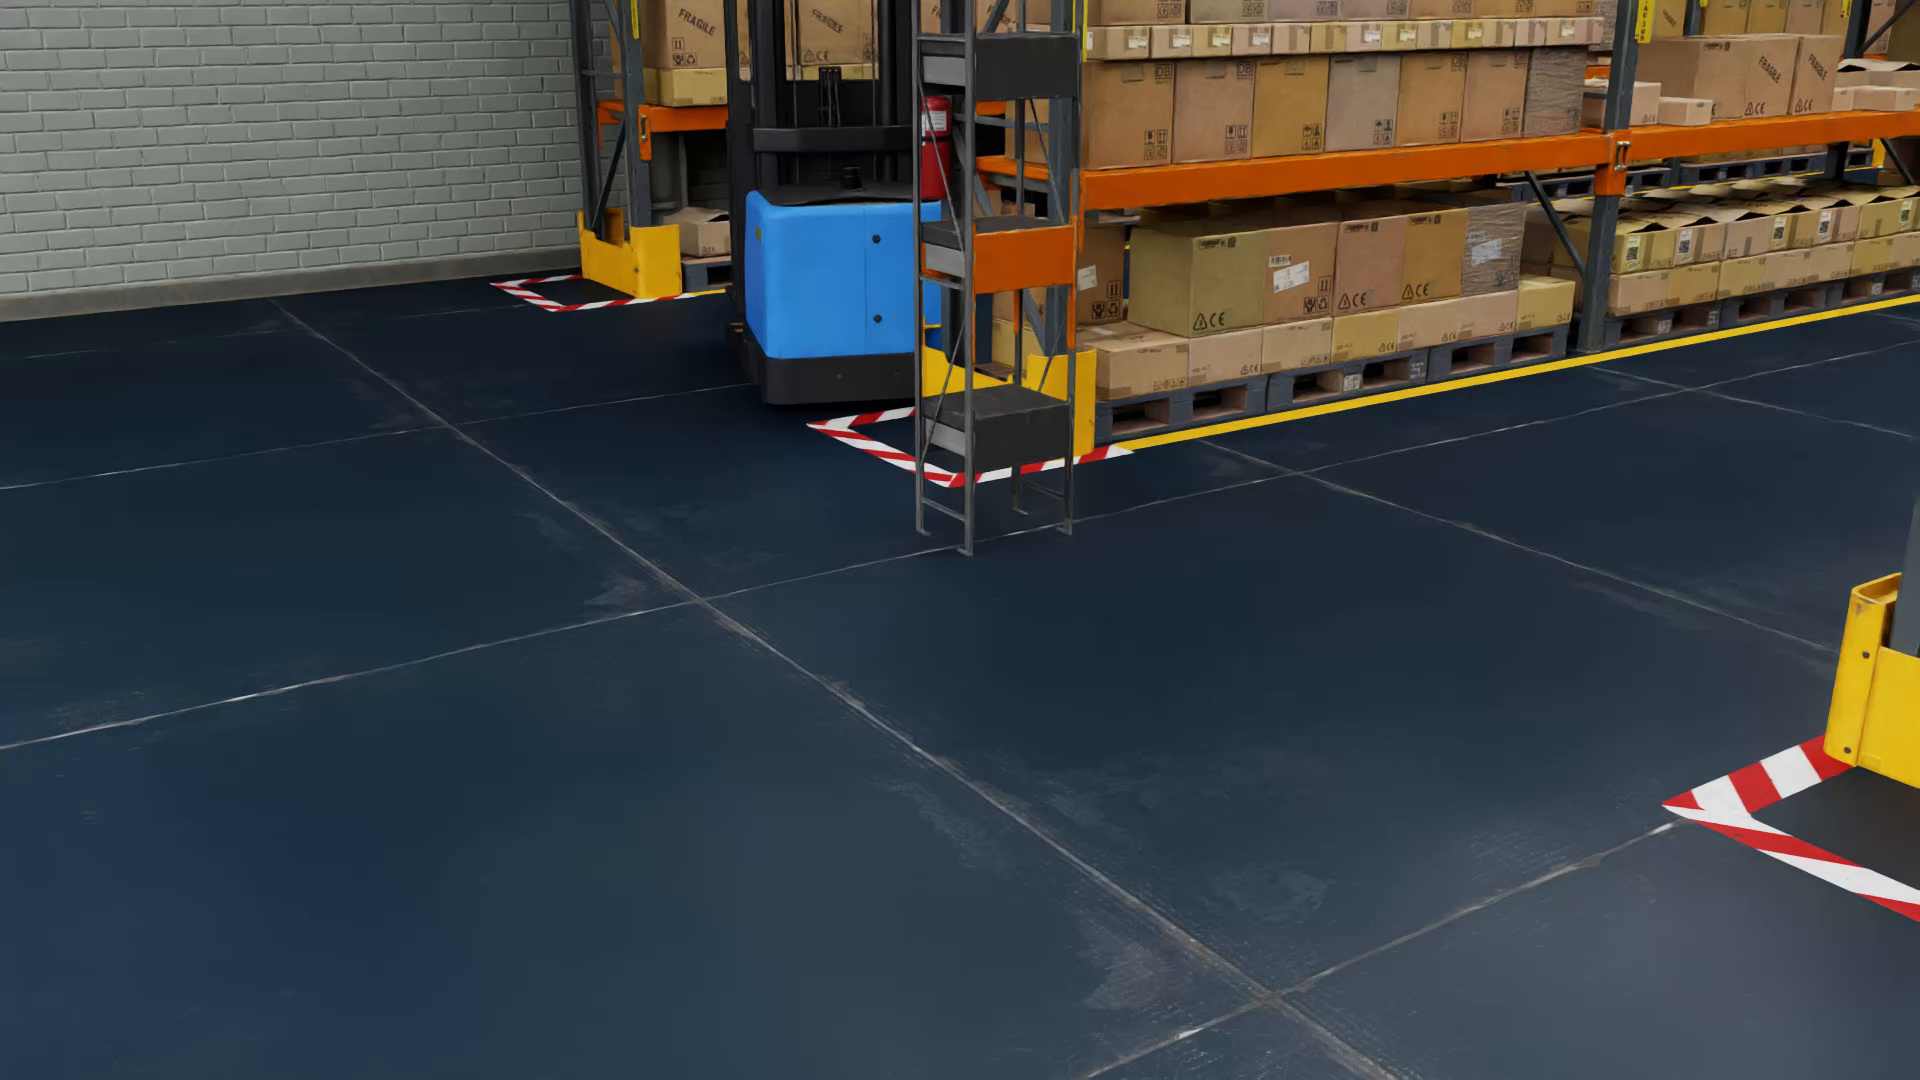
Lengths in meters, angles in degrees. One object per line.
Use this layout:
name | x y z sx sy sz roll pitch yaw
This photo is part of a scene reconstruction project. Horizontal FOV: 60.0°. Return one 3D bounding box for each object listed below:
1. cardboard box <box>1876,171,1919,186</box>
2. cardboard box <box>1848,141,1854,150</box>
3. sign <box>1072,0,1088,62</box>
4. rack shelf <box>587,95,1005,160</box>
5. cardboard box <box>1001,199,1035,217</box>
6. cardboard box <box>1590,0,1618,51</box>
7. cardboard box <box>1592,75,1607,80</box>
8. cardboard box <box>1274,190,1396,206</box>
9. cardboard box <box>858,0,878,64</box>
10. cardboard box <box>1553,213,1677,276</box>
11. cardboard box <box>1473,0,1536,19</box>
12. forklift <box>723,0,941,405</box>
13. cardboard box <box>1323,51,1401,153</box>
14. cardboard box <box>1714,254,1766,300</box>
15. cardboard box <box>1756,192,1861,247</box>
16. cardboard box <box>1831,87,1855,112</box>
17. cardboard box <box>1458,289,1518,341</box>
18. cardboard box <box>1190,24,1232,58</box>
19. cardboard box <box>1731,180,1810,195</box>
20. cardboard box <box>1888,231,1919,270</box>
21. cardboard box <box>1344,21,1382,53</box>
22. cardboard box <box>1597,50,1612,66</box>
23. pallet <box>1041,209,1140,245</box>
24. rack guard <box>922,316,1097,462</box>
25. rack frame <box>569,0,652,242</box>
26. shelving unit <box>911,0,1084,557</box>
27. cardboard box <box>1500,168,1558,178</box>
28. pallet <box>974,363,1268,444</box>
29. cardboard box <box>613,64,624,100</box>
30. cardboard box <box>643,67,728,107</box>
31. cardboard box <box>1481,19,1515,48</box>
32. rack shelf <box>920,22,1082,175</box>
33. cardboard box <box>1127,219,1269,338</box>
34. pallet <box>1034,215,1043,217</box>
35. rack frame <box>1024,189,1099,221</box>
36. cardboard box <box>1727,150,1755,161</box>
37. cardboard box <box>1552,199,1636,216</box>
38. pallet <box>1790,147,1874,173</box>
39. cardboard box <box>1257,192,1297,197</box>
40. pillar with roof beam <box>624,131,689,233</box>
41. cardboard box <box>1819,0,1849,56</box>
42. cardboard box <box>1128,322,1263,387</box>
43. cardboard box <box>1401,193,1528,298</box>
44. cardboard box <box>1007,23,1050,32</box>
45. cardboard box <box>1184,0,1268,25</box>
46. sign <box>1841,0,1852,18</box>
cardboard box | 7.559 -2.634 13.069 0.500 0.500 0.500 -11 22 -29
cardboard box | 10.331 -4.981 20.041 0.500 0.500 0.700 -12 22 -31
sign | 0.526 -2.271 7.304 0.005 0.325 0.100 -12 22 -31
rack shelf | -0.832 -3.309 12.972 4.000 0.370 1.077 -12 22 -31
cardboard box | 0.408 -2.766 13.980 0.250 0.166 0.380 -16 24 -38
cardboard box | 6.428 -5.282 17.032 0.500 0.500 0.500 -12 22 -31
cardboard box | 4.199 -2.818 10.607 0.258 0.266 0.396 -13 22 -33
cardboard box | 2.172 -1.755 9.720 0.500 0.500 0.500 -12 22 -31
cardboard box | -0.660 -3.863 12.519 0.500 0.500 0.500 -11 22 -30
cardboard box | 4.048 -1.846 10.283 0.500 0.311 0.500 -12 22 -31
cardboard box | 2.778 -3.171 9.258 0.500 0.500 0.700 -12 22 -32
forklift | -0.821 -2.521 9.626 1.130 2.935 3.031 -4 19 -12
cardboard box | 1.914 -2.373 8.924 0.500 0.500 0.700 -11 22 -30
cardboard box | 4.898 -1.761 10.906 0.500 0.250 0.500 -13 22 -33
cardboard box | 5.751 -2.205 11.345 0.500 0.311 0.500 -12 22 -32
cardboard box | 5.873 -3.024 11.397 0.250 0.149 0.380 -10 21 -27
cardboard box | 2.876 -1.349 9.688 0.500 0.250 0.500 -12 22 -31
cardboard box | 1.100 -2.430 8.081 0.250 0.149 0.380 -12 22 -31
cardboard box | 5.874 -2.436 12.028 0.500 0.311 0.500 -13 22 -33
cardboard box | 6.602 -2.121 11.972 0.500 0.250 0.500 -11 22 -30
cardboard box | 1.956 -2.610 8.612 0.250 0.149 0.380 -12 22 -31
cardboard box | 6.526 -4.995 17.196 0.250 0.149 0.380 -12 22 -31
pallet | 1.488 -2.819 14.753 1.213 0.211 1.003 -12 22 -31
rack guard | 0.205 -0.785 8.286 0.348 0.500 1.175 -12 22 -31
rack frame | -2.502 -3.298 11.815 0.127 3.000 1.000 -12 22 -31
shelving unit | 0.138 -1.024 6.495 0.503 2.100 0.431 -12 22 -31
cardboard box | 5.601 -4.134 16.991 0.750 0.750 0.750 -12 22 -32
pallet | 0.841 -0.798 8.776 1.213 0.211 1.003 -12 22 -31
cardboard box | -2.218 -3.370 12.233 0.500 0.250 0.500 -12 22 -31
cardboard box | -1.920 -3.237 11.839 0.500 0.250 0.500 -13 22 -33
cardboard box | 2.813 -2.791 9.148 0.250 0.149 0.380 -12 22 -32
rack shelf | 0.138 -1.674 6.275 0.480 0.518 0.431 -12 22 -31
cardboard box | 1.212 -1.348 8.516 0.500 0.500 0.500 -12 22 -31
pallet | 0.297 -2.553 13.968 1.213 0.211 1.003 -12 22 -31
rack frame | 0.839 -4.002 13.899 0.127 3.000 1.000 -12 22 -31
cardboard box | 8.622 -4.618 18.968 0.500 0.500 0.700 -12 22 -32
cardboard box | 4.178 -2.081 10.979 0.500 0.311 0.500 -11 22 -30
pallet | 10.236 -4.633 20.119 1.213 0.211 1.003 -12 22 -31
cardboard box | 2.713 -3.435 15.439 0.500 0.500 0.700 -12 22 -32
pillar with roof beam | -0.026 -5.343 8.497 0.400 9.000 9.100 -12 22 -31
cardboard box | 9.839 -6.034 19.442 0.700 0.700 0.980 -12 22 -32
cardboard box | 1.211 -0.994 8.638 0.500 0.250 0.500 -12 22 -31
cardboard box | 2.875 -1.704 9.569 0.500 0.500 0.500 -12 22 -31
cardboard box | 0.440 -2.446 8.128 0.250 0.149 0.380 -12 22 -32
cardboard box | 1.103 -2.817 8.213 0.500 0.500 0.700 -13 22 -33
sign | 6.601 -4.037 12.318 0.005 0.325 0.100 -12 22 -31
